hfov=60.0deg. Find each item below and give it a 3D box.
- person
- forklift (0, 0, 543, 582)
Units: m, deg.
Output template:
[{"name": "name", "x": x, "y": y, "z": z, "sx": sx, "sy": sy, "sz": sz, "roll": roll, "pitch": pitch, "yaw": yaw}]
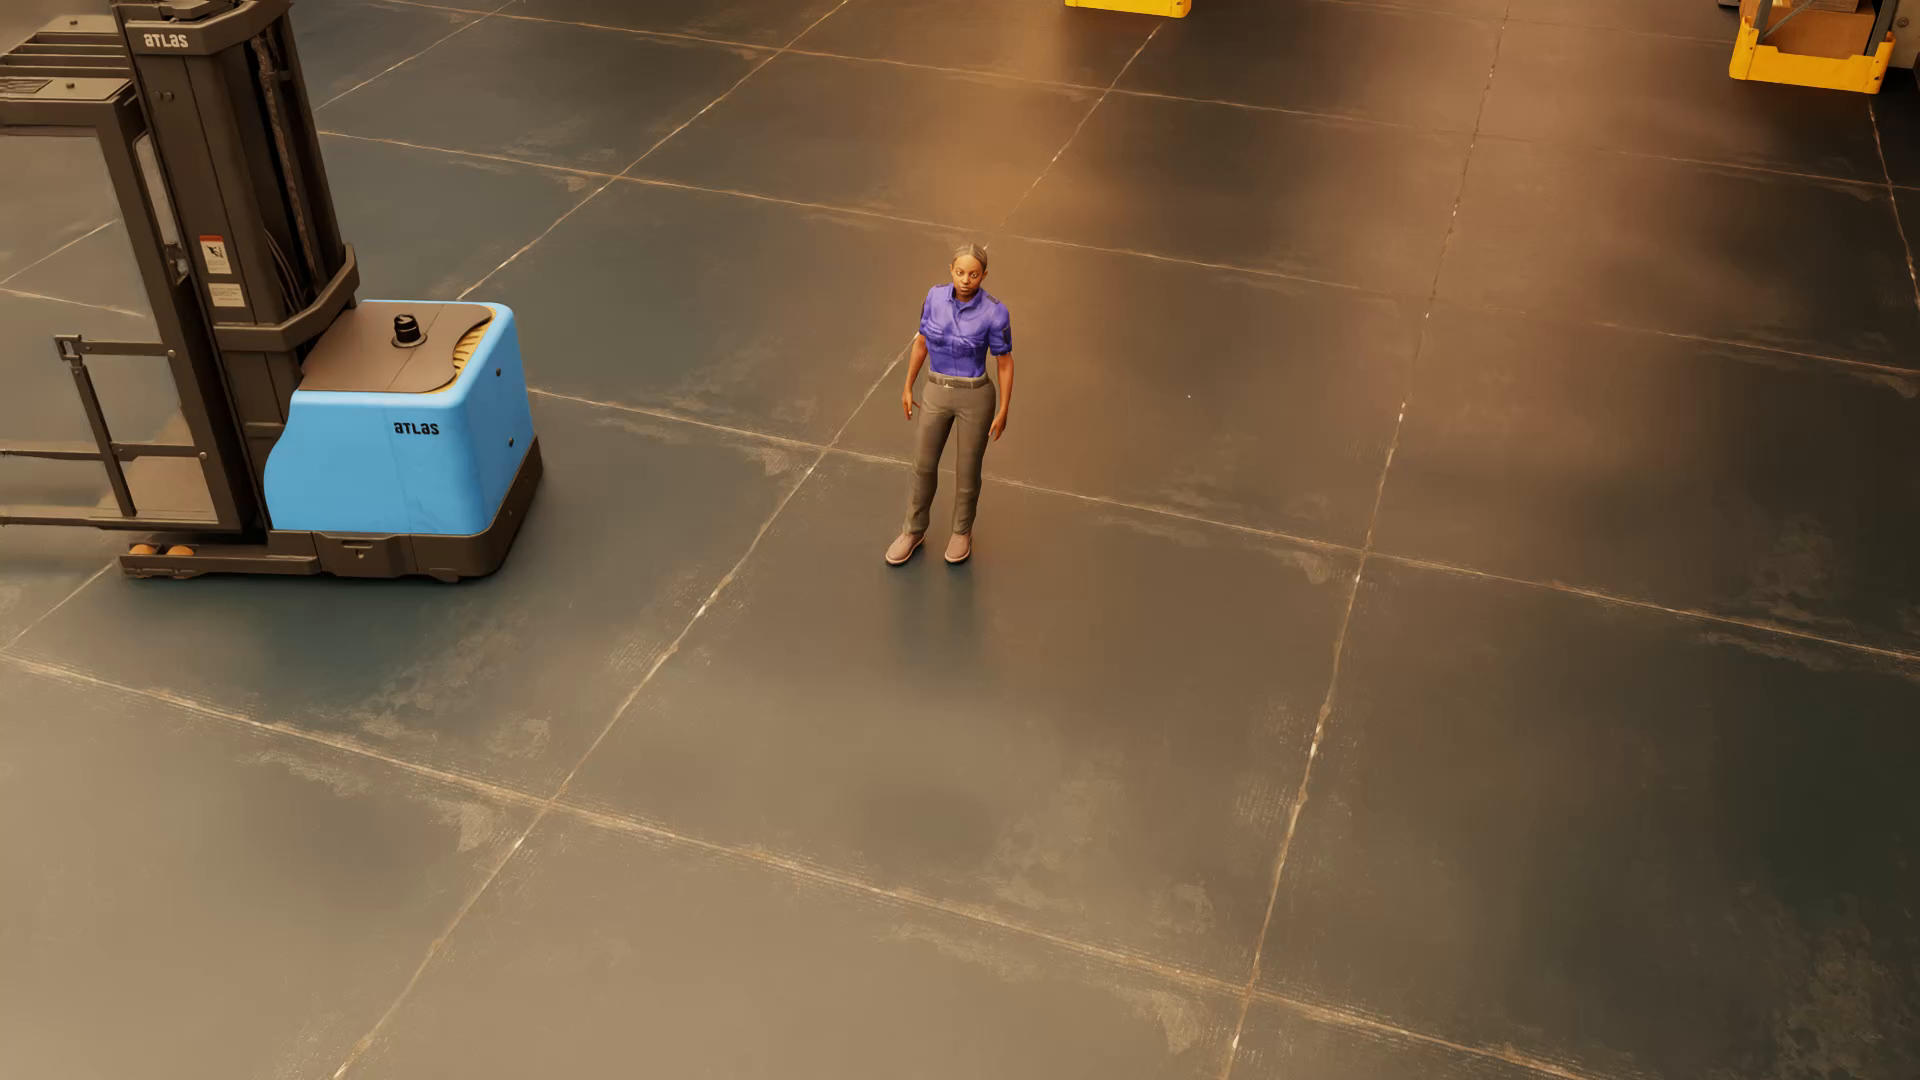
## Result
[{"name": "person", "x": -0.048, "y": -0.637, "z": 8.101, "sx": 0.569, "sy": 1.654, "sz": 0.504, "roll": 12, "pitch": 37, "yaw": 16}, {"name": "forklift", "x": -3.800, "y": -1.302, "z": 7.948, "sx": 3.031, "sy": 2.935, "sz": 1.130, "roll": 2, "pitch": 35, "yaw": 2}]
